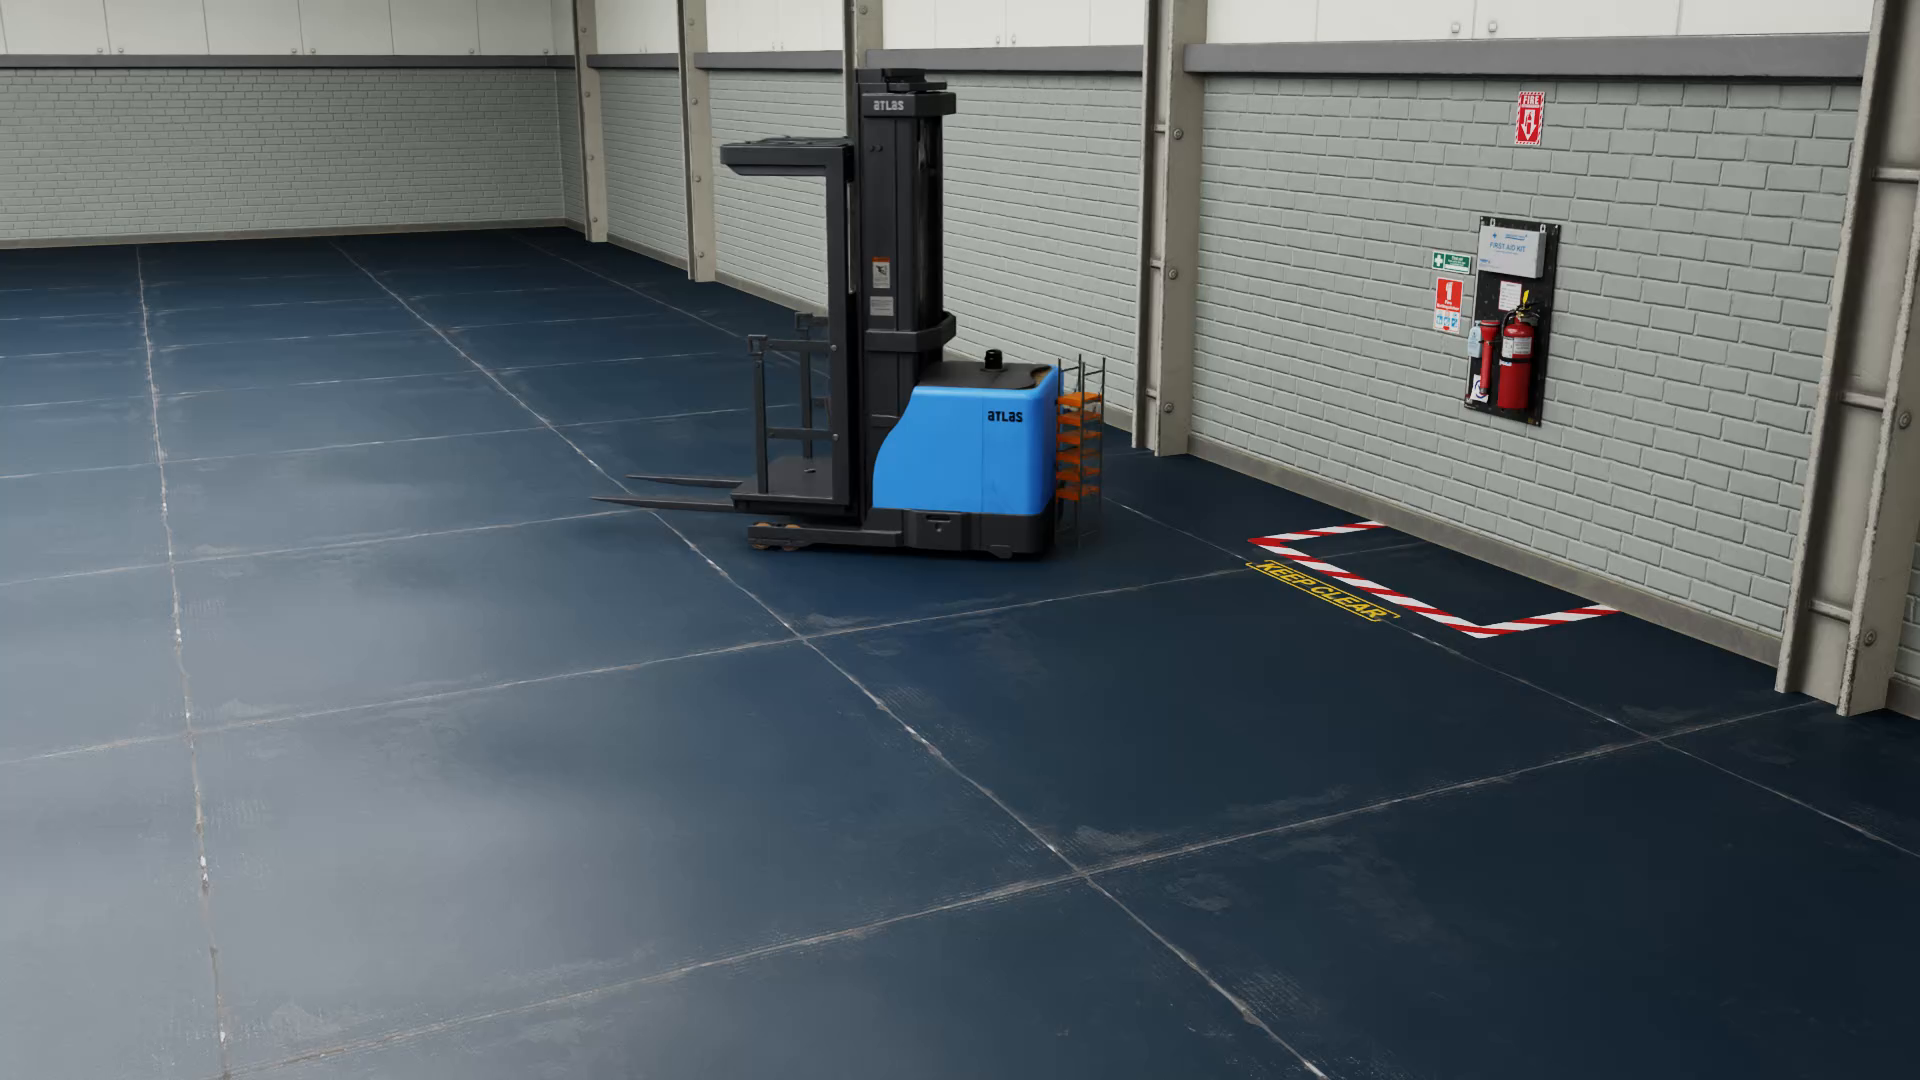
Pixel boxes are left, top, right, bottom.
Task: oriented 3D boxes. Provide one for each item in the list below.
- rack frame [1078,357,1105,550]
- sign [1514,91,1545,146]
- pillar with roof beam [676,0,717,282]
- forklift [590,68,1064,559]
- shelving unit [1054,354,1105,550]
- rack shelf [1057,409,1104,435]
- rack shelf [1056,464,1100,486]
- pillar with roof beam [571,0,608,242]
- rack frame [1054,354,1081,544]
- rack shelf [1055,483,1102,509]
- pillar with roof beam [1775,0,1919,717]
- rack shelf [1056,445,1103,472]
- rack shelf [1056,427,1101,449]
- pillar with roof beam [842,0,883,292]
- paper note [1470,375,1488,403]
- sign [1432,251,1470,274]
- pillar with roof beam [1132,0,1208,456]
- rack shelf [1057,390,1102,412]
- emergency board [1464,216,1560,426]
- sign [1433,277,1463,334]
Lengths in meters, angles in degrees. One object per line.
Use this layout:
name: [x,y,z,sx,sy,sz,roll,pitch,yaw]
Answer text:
rack frame: [0.827,-0.541,10.460,0.006,1.200,0.240,13,21,37]
sign: [3.269,-2.421,9.546,0.001,0.298,0.199,-8,18,-25]
pillar with roof beam: [-7.524,-7.502,20.579,9.100,9.000,0.400,-8,18,-25]
forklift: [-0.882,-1.477,10.584,3.031,2.935,1.130,3,16,11]
shelving unit: [0.756,-0.557,10.515,0.189,1.200,0.258,13,21,37]
rack shelf: [0.757,-0.745,10.460,0.180,0.103,0.258,13,21,37]
rack shelf: [0.755,-0.399,10.561,0.180,0.103,0.258,13,21,37]
pillar with roof beam: [-10.153,-8.990,25.763,9.100,9.000,0.400,-8,18,-25]
rack frame: [0.685,-0.574,10.571,0.006,1.200,0.240,13,21,37]
rack shelf: [0.754,-0.284,10.595,0.180,0.103,0.258,13,21,37]
pillar with roof beam: [0.361,-3.039,5.026,9.100,9.000,0.400,-8,18,-25]
rack shelf: [0.756,-0.515,10.528,0.180,0.103,0.258,13,21,37]
rack shelf: [0.756,-0.630,10.494,0.180,0.103,0.258,13,21,37]
pillar with roof beam: [-4.896,-6.014,15.394,9.100,9.000,0.400,-8,18,-25]
paper note: [3.167,-0.921,10.121,0.016,0.148,0.142,-8,18,-25]
sign: [3.027,-1.712,10.253,0.001,0.109,0.331,-8,18,-25]
pillar with roof beam: [-2.267,-4.526,10.210,9.100,9.000,0.400,-8,18,-25]
rack shelf: [0.758,-0.860,10.427,0.180,0.103,0.258,13,21,37]
emergency board: [3.183,-1.293,9.817,0.194,1.169,0.643,-8,18,-25]
sign: [3.033,-1.459,10.333,0.001,0.329,0.234,-8,18,-25]
